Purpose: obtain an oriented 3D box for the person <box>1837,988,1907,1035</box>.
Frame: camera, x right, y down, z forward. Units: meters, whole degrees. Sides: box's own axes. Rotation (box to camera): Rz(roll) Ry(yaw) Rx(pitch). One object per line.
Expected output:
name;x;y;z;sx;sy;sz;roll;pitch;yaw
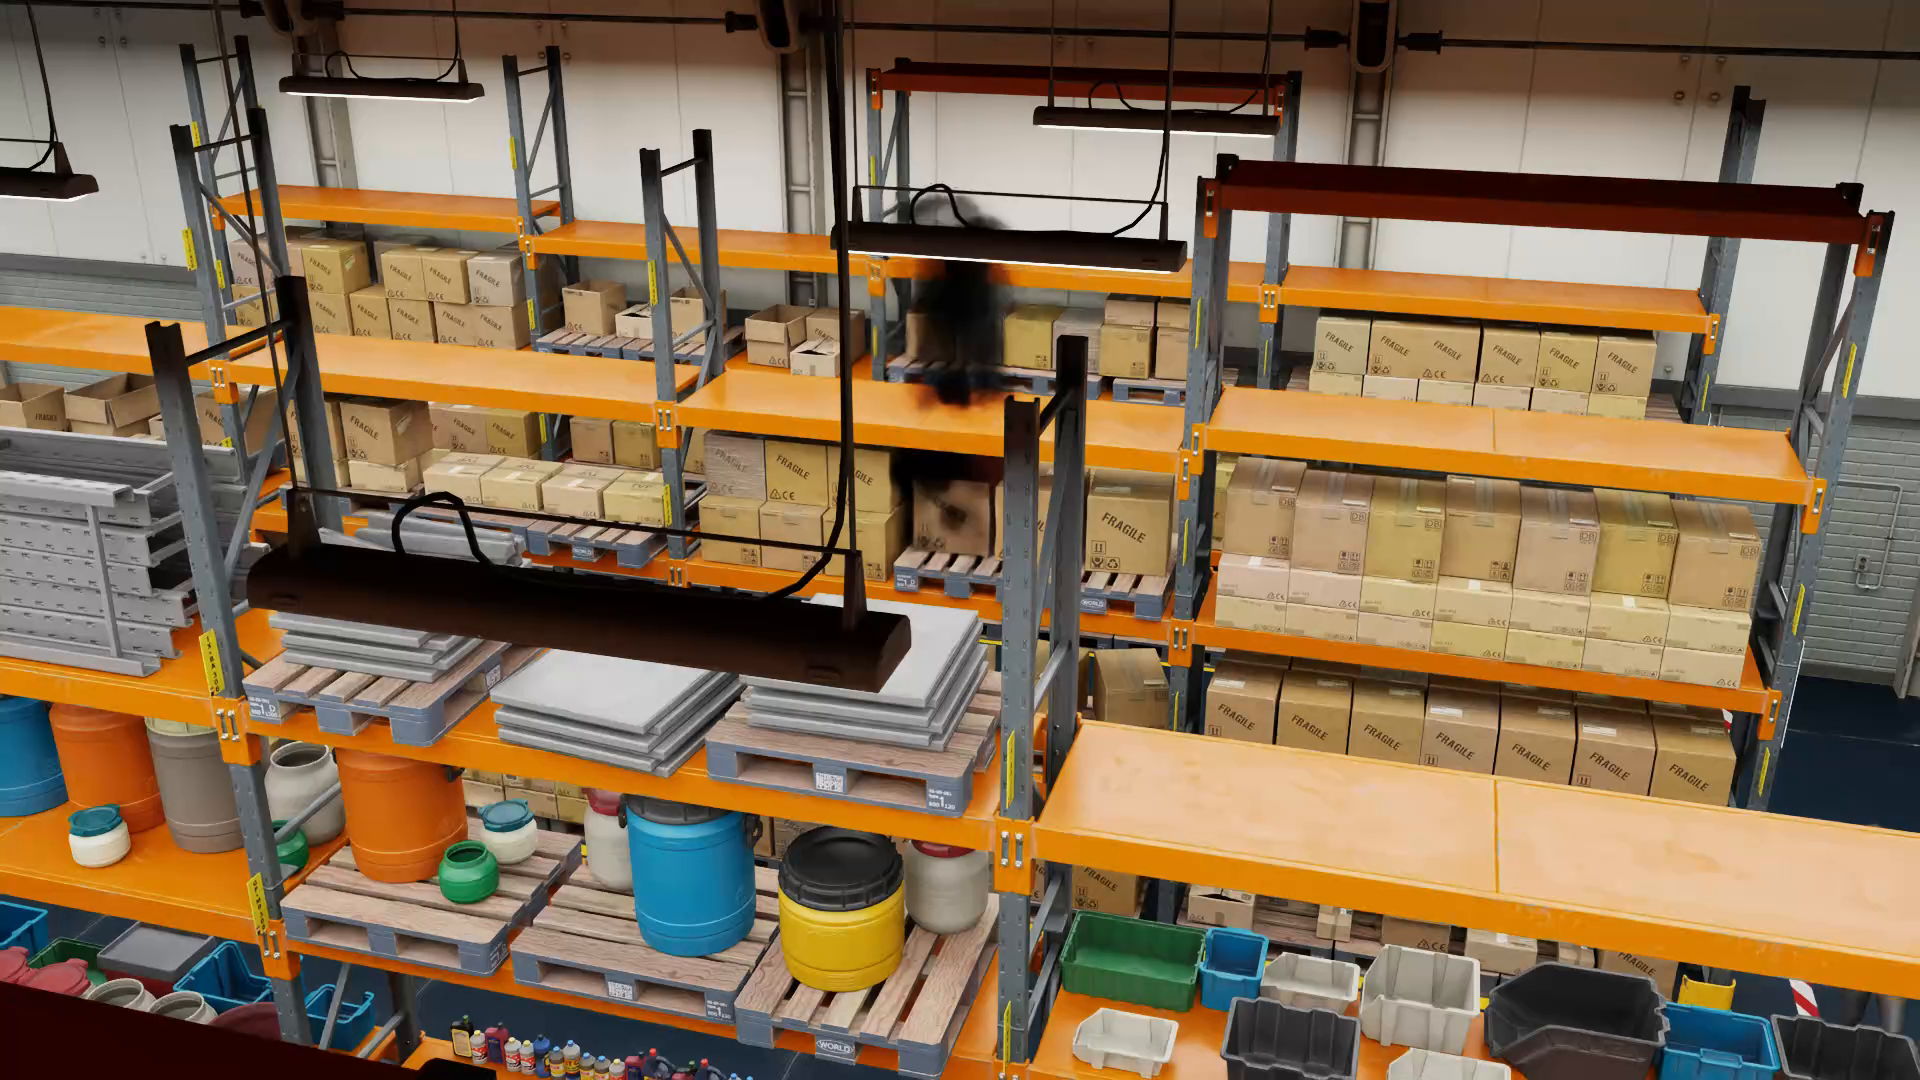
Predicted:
person;6.255;3.018;11.398;0.581;1.686;0.688;8;24;19
